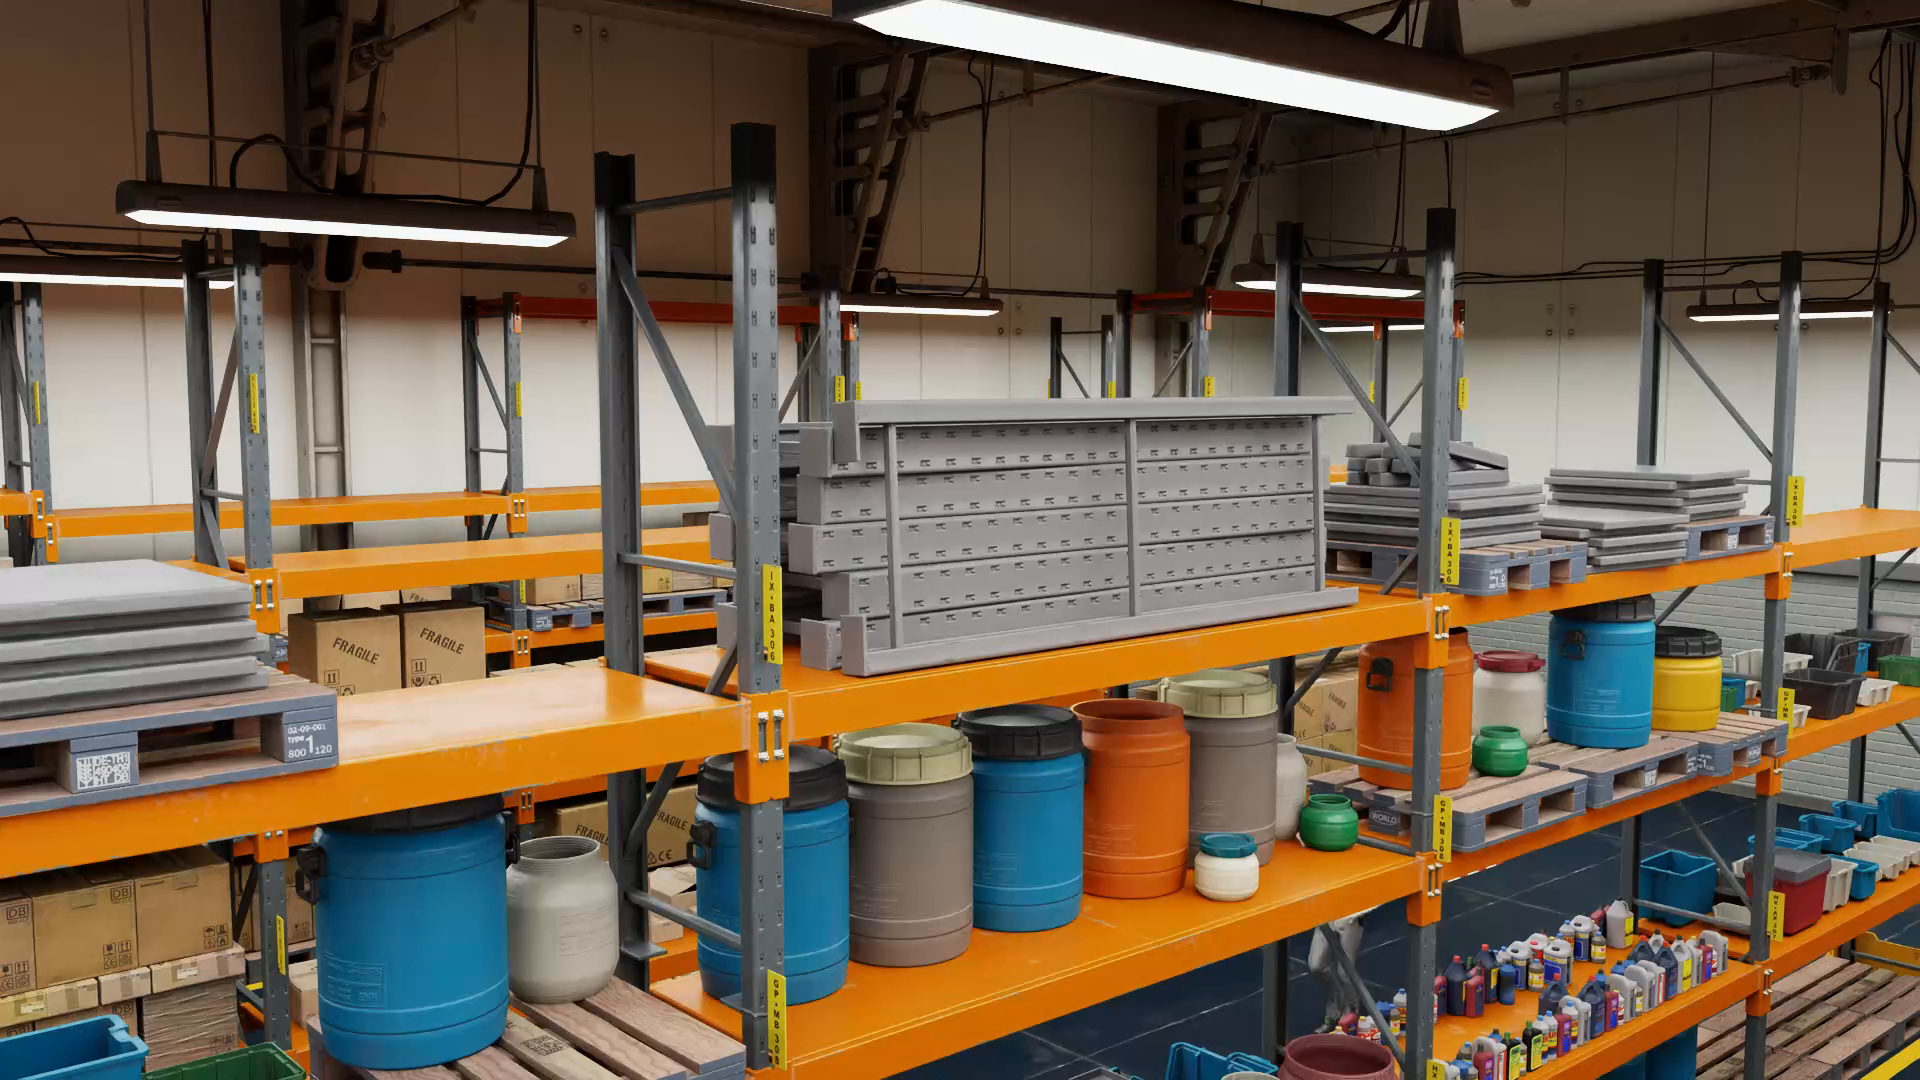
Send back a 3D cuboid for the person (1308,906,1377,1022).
[{"bbox_3d":[3.043,3.072,13.357,0.627,1.654,0.598,4,7,35],"label":"person"}]
